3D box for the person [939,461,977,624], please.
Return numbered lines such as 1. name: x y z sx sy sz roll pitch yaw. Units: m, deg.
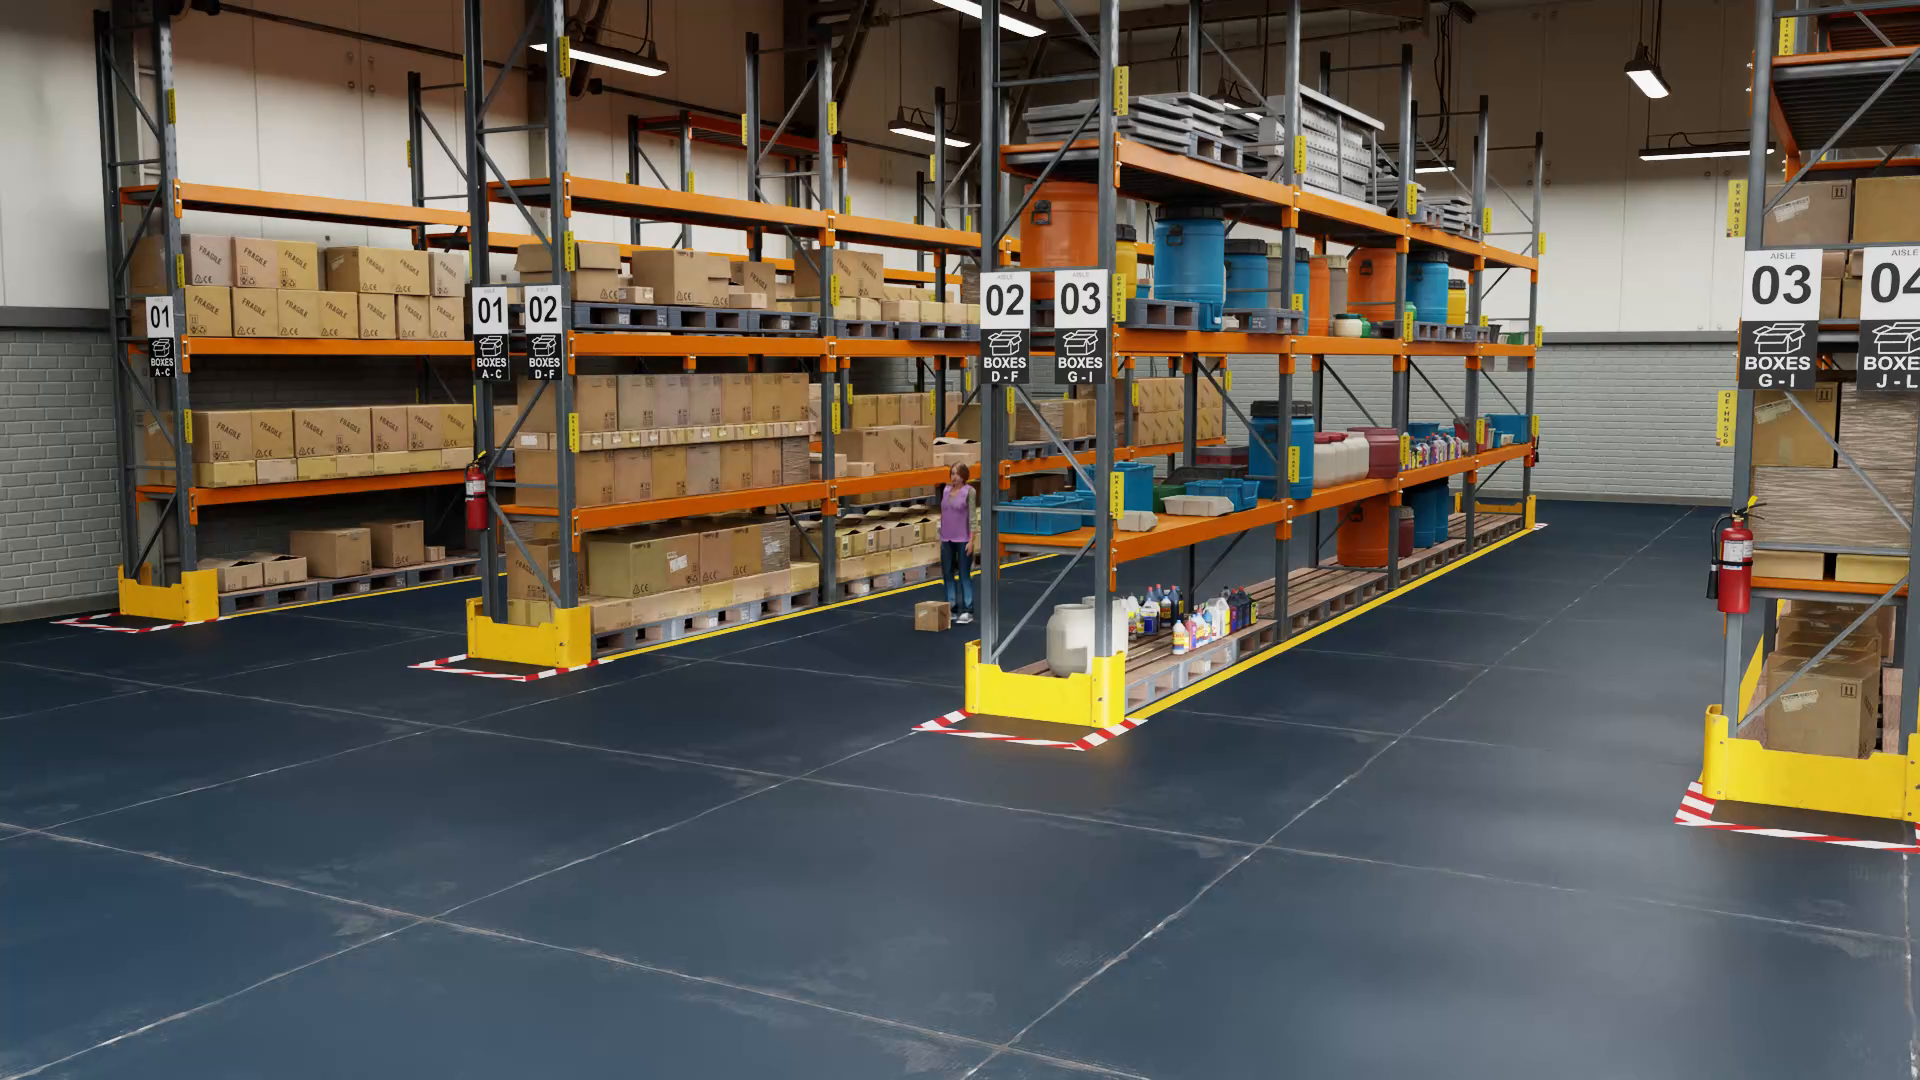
1. person: -0.017 0.040 16.357 0.404 1.563 0.308 4 7 30
